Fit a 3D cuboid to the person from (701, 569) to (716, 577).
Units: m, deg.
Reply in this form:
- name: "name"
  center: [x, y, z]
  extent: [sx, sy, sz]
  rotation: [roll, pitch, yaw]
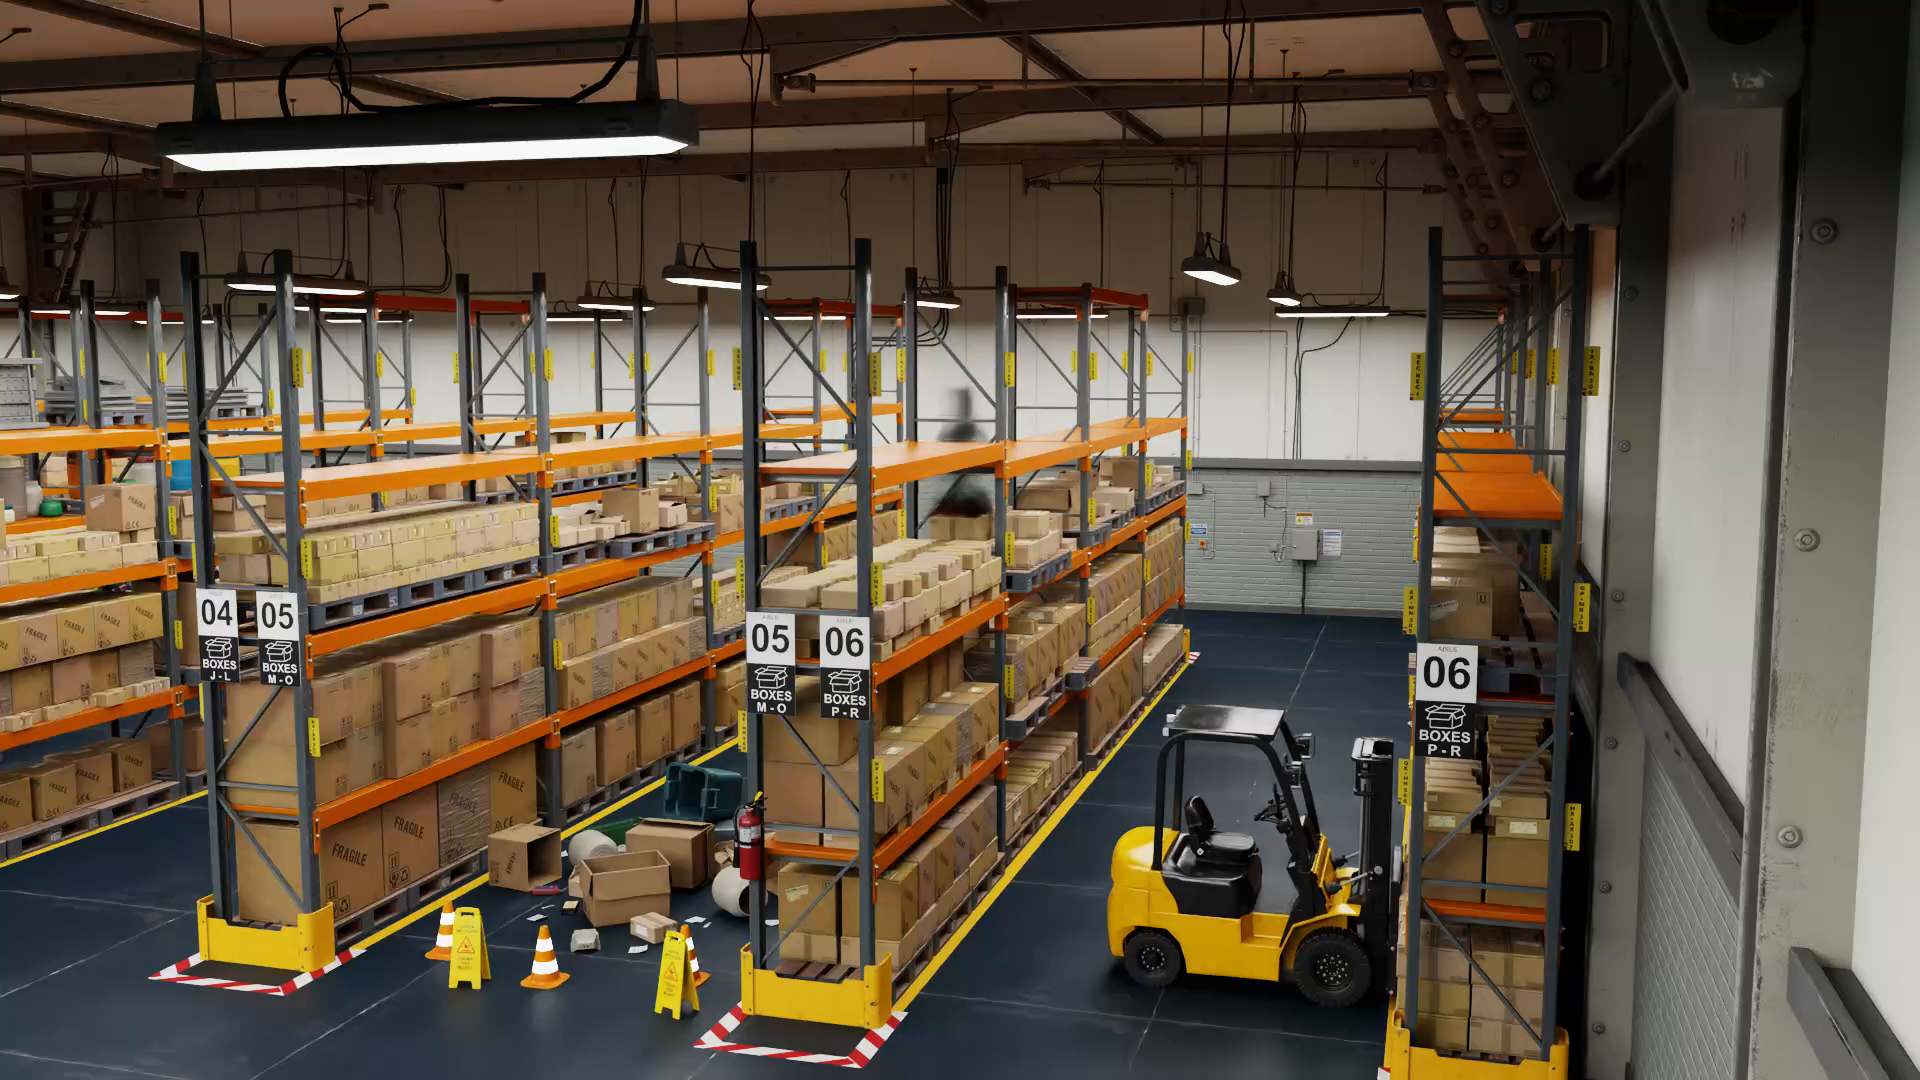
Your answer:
- name: "person"
  center: [-4.044, 1.293, 27.137]
  extent: [0.566, 1.721, 0.870]
  rotation: [3, 7, 25]
